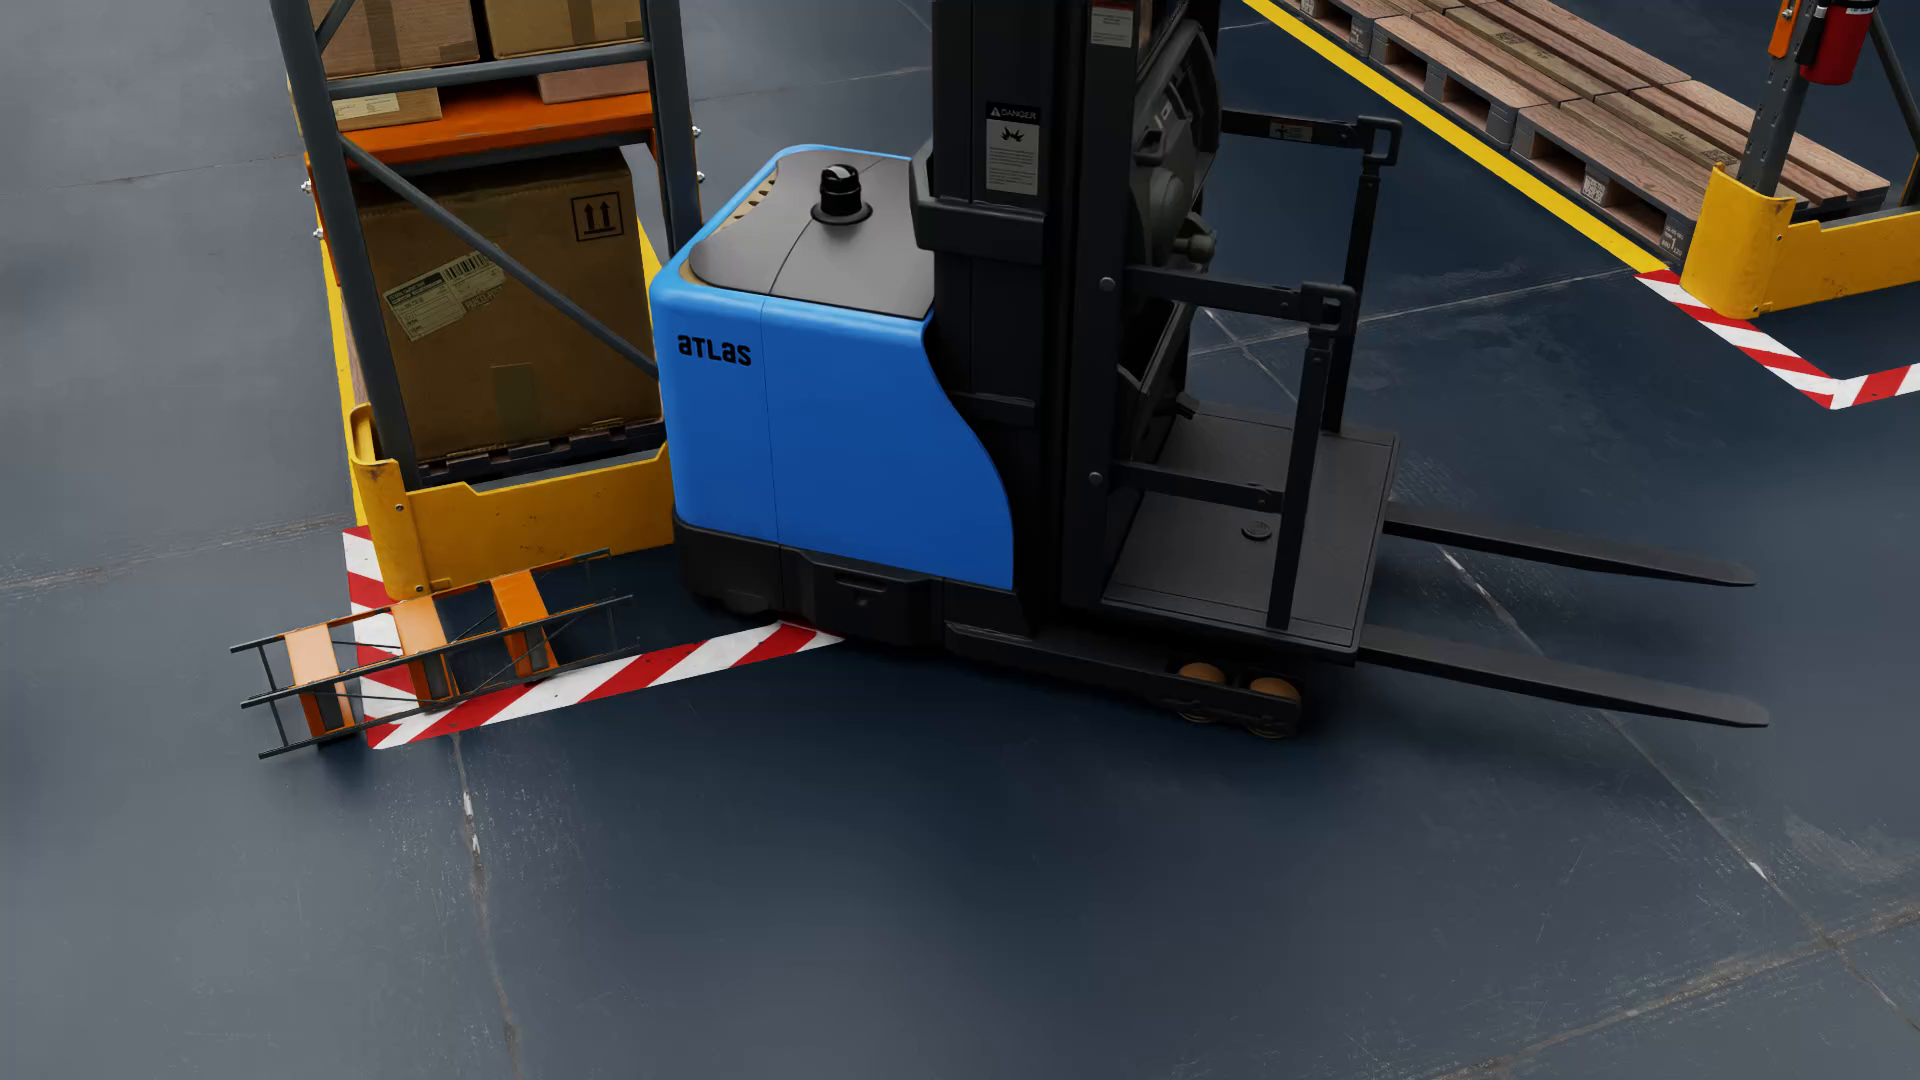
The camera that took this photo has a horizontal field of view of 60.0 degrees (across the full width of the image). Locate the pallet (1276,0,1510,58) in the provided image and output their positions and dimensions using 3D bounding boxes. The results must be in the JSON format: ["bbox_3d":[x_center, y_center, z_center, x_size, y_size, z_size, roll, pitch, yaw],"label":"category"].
[{"bbox_3d":[2.331,-2.996,9.052,1.003,0.211,1.213,-12,39,-16],"label":"pallet"}]

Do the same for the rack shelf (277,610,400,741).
[{"bbox_3d":[-1.693,0.373,4.551,0.259,0.215,0.240,-16,40,-20],"label":"rack shelf"}]

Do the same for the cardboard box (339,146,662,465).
[{"bbox_3d":[-1.528,-0.896,5.364,0.875,0.875,0.875,-12,39,-16],"label":"cardboard box"}]

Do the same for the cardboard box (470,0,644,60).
[{"bbox_3d":[-1.144,-1.618,4.783,0.500,0.250,0.500,-13,39,-17],"label":"cardboard box"}]

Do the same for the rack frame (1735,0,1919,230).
[{"bbox_3d":[3.418,-2.258,5.754,1.000,3.000,0.127,-12,39,-16],"label":"rack frame"}]

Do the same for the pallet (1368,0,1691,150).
[{"bbox_3d":[2.755,-2.306,8.136,1.003,0.211,1.213,-12,39,-16],"label":"pallet"}]

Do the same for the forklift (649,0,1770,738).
[{"bbox_3d":[0.732,-0.991,4.130,3.031,2.935,1.130,11,38,14],"label":"forklift"}]

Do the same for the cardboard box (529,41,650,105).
[{"bbox_3d":[-1.045,-1.401,4.825,0.380,0.149,0.250,-12,39,-15],"label":"cardboard box"}]

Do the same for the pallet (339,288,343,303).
[{"bbox_3d":[-1.997,-1.242,6.723,1.003,0.211,1.213,-12,39,-16],"label":"pallet"}]

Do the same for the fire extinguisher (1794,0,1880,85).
[{"bbox_3d":[3.043,-1.899,5.652,0.296,0.674,0.183,-12,39,-16],"label":"fire extinguisher"}]

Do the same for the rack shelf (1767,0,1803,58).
[{"bbox_3d":[2.730,-3.100,7.471,1.077,0.370,4.000,-12,39,-16],"label":"rack shelf"}]

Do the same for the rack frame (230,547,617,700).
[{"bbox_3d":[-1.498,0.236,4.732,1.050,0.200,0.008,-16,40,-20],"label":"rack frame"}]

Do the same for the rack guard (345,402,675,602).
[{"bbox_3d":[-1.224,-0.220,5.127,1.175,0.500,0.348,-12,39,-16],"label":"rack guard"}]

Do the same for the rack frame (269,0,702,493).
[{"bbox_3d":[-1.232,-1.232,4.393,1.000,3.000,0.127,-12,39,-16],"label":"rack frame"}]

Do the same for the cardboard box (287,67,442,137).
[{"bbox_3d":[-1.664,-1.265,4.645,0.380,0.149,0.250,-12,39,-15],"label":"cardboard box"}]

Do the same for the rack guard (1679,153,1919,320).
[{"bbox_3d":[3.439,-1.248,6.492,1.175,0.500,0.348,-12,39,-16],"label":"rack guard"}]

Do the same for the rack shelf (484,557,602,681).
[{"bbox_3d":[-1.185,0.229,4.742,0.259,0.215,0.240,-16,40,-20],"label":"rack shelf"}]

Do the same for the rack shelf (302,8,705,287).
[{"bbox_3d":[-1.921,-2.075,6.109,1.077,0.370,4.000,-12,39,-16],"label":"rack shelf"}]

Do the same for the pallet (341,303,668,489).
[{"bbox_3d":[-1.581,-0.554,5.810,1.003,0.211,1.213,-12,39,-16],"label":"pallet"}]

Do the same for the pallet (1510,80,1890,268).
[{"bbox_3d":[3.171,-1.618,7.222,1.003,0.211,1.213,-12,39,-16],"label":"pallet"}]

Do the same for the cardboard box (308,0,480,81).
[{"bbox_3d":[-1.648,-1.510,4.639,0.500,0.250,0.500,-13,39,-17],"label":"cardboard box"}]

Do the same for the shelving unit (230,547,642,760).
[{"bbox_3d":[-1.446,0.303,4.644,1.050,0.215,0.252,-16,40,-20],"label":"shelving unit"}]

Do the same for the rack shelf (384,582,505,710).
[{"bbox_3d":[-1.437,0.300,4.648,0.259,0.215,0.240,-16,40,-20],"label":"rack shelf"}]

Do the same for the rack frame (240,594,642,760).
[{"bbox_3d":[-1.394,0.369,4.556,1.050,0.200,0.008,-16,40,-20],"label":"rack frame"}]
